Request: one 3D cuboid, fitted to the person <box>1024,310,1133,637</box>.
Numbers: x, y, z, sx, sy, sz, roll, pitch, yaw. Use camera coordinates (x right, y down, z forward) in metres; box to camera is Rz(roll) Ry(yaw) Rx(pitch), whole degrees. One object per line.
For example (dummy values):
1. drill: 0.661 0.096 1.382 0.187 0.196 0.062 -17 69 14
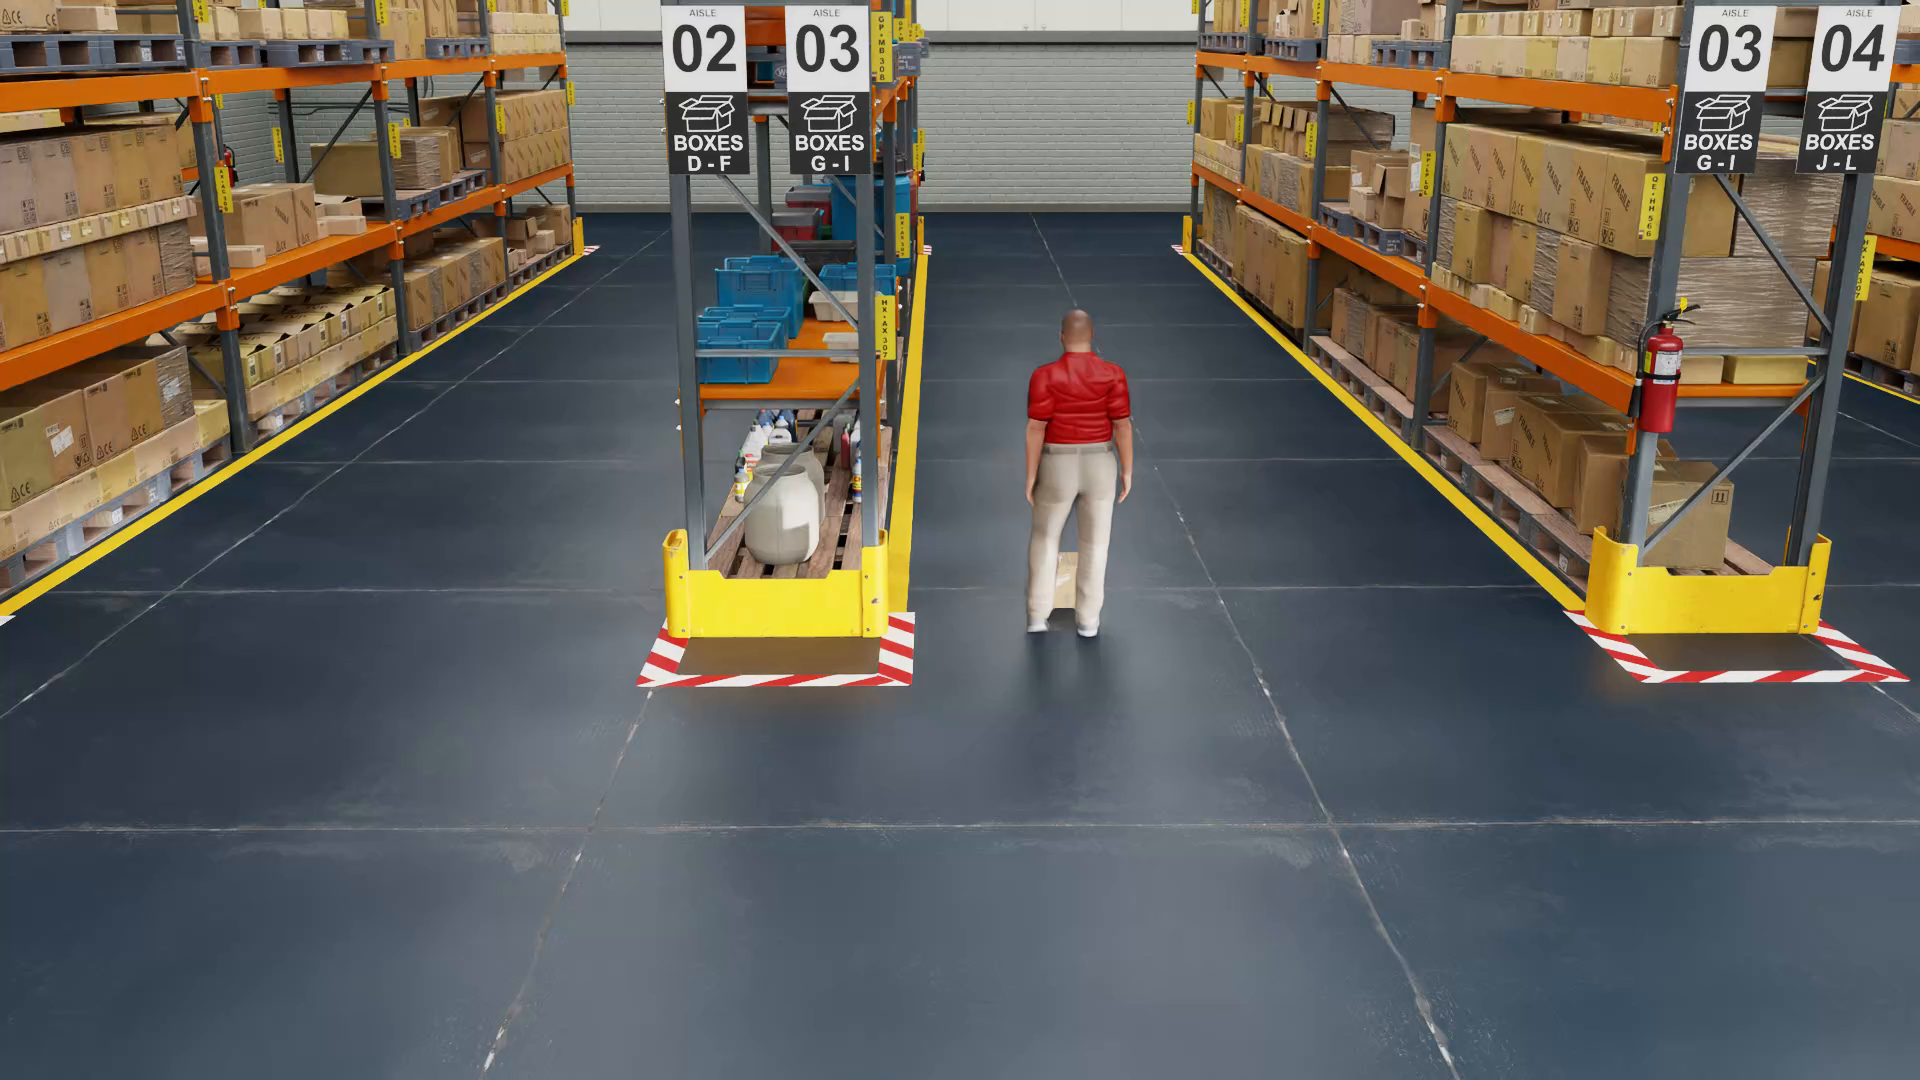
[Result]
1. person: 0.613 -0.316 8.694 0.563 1.792 0.380 0 17 -1
